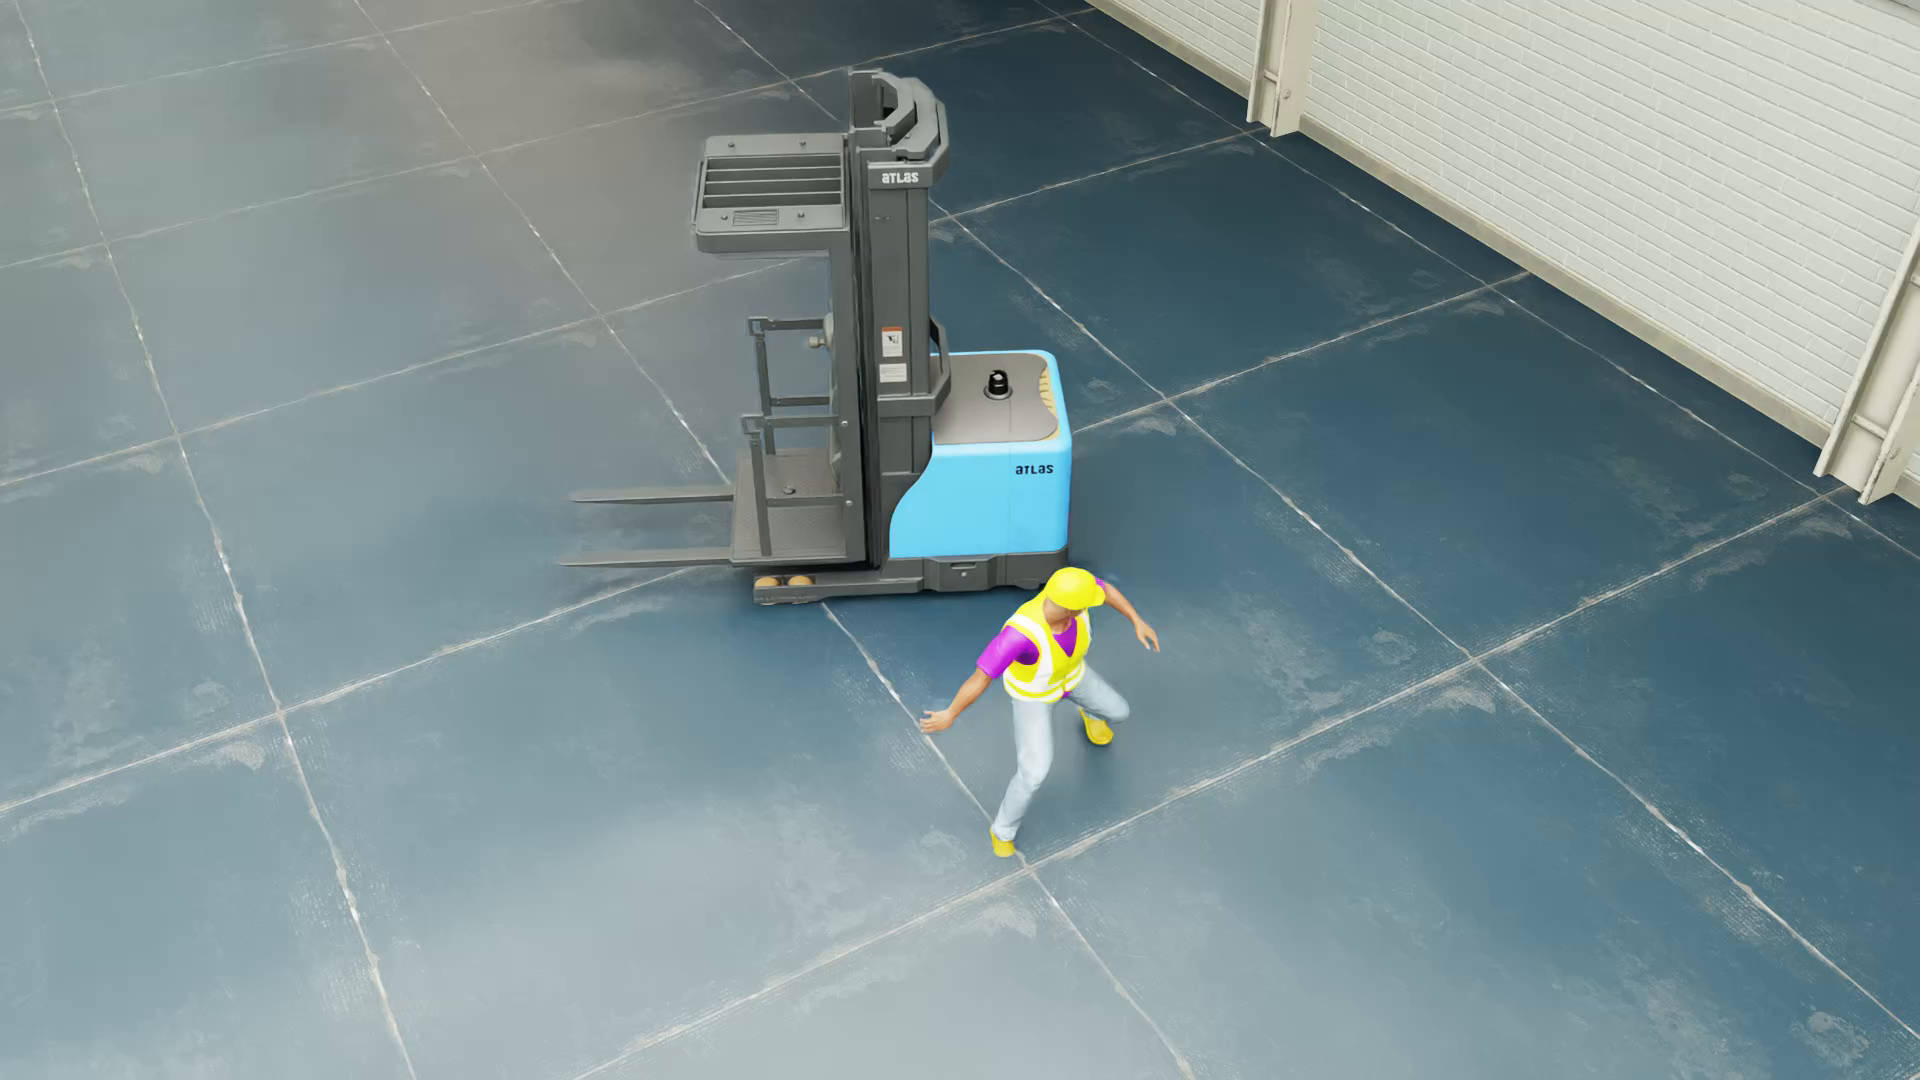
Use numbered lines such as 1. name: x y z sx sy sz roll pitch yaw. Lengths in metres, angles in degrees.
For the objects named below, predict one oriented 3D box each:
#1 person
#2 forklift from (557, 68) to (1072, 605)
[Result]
1. person: 0.407 0.765 8.220 1.223 1.686 0.551 -27 46 -28
2. forklift: -0.893 -1.092 9.353 3.031 2.935 1.130 -2 40 -3
